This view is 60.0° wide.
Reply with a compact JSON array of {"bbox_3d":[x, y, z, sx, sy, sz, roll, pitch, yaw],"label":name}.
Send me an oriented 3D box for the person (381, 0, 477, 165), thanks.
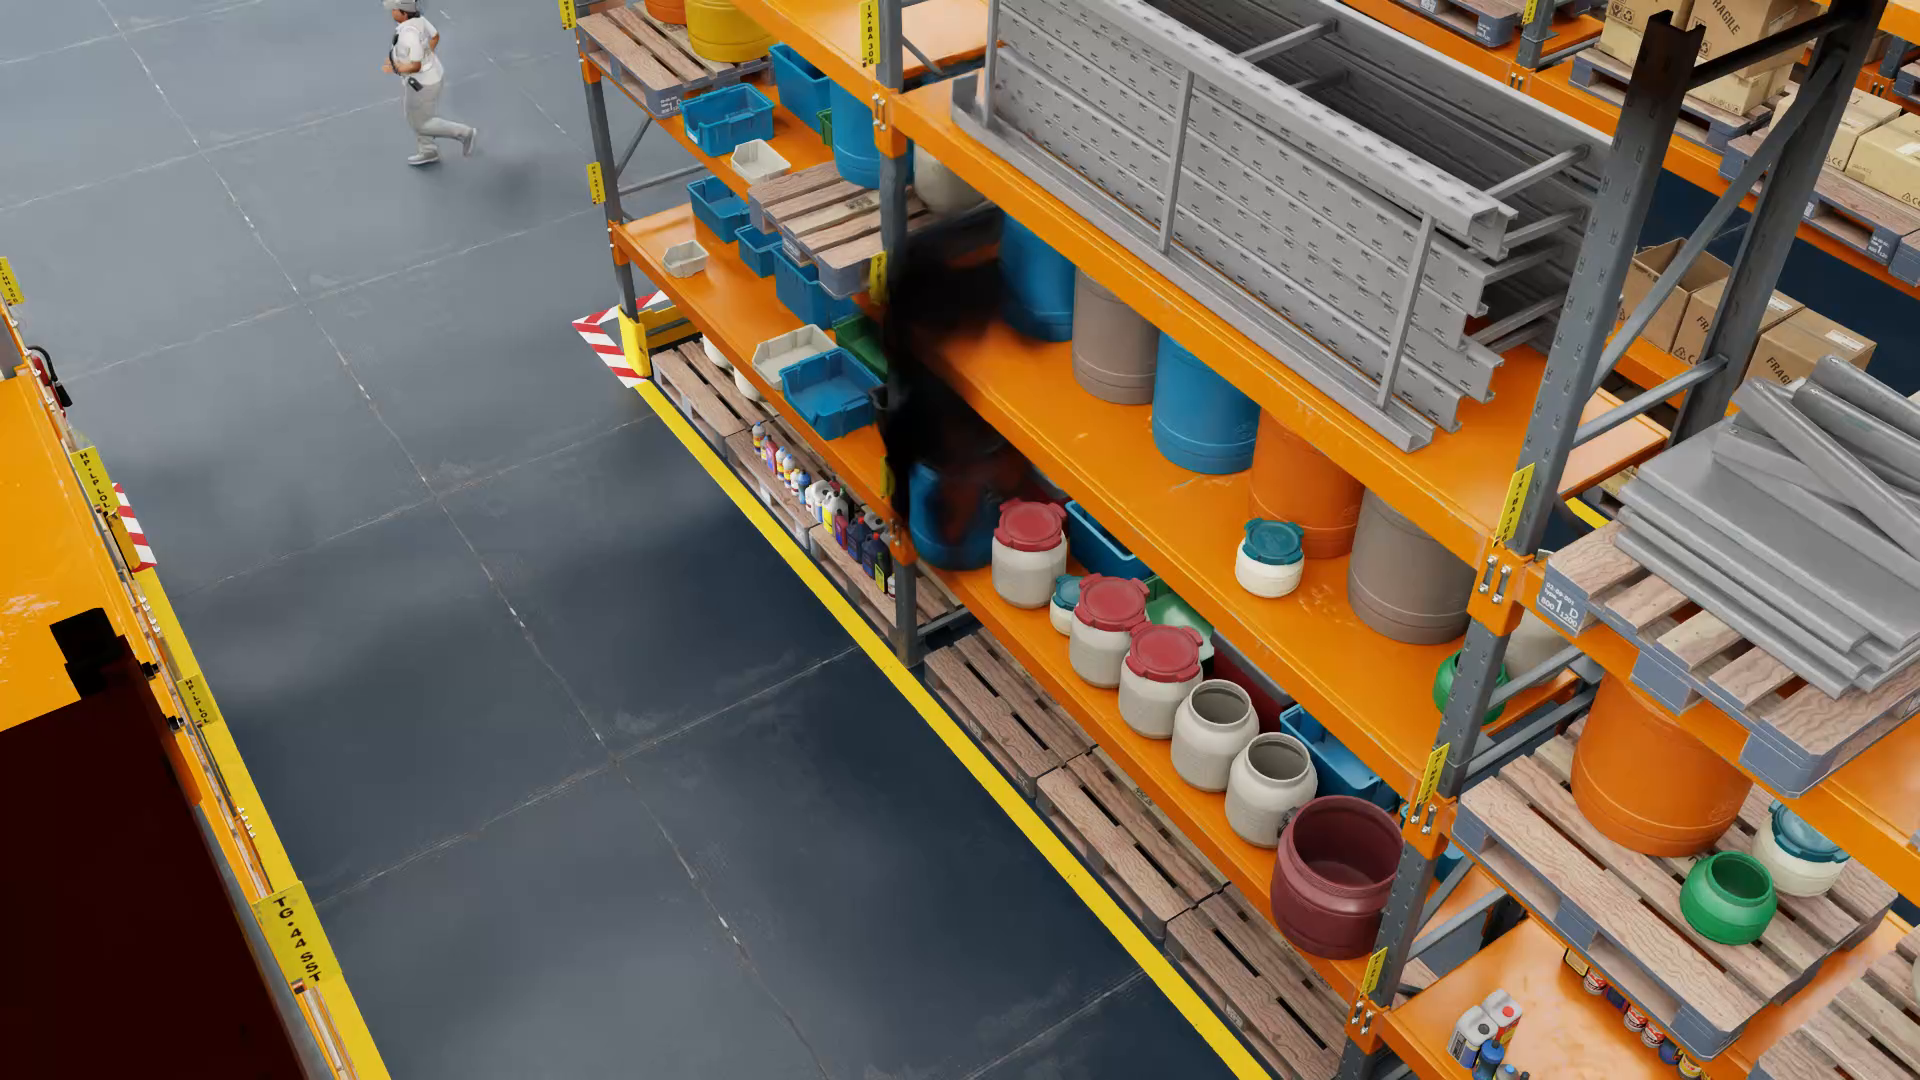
[{"bbox_3d":[-4.837,-4.177,15.094,0.711,1.630,0.609,-5,43,-5],"label":"person"}]
